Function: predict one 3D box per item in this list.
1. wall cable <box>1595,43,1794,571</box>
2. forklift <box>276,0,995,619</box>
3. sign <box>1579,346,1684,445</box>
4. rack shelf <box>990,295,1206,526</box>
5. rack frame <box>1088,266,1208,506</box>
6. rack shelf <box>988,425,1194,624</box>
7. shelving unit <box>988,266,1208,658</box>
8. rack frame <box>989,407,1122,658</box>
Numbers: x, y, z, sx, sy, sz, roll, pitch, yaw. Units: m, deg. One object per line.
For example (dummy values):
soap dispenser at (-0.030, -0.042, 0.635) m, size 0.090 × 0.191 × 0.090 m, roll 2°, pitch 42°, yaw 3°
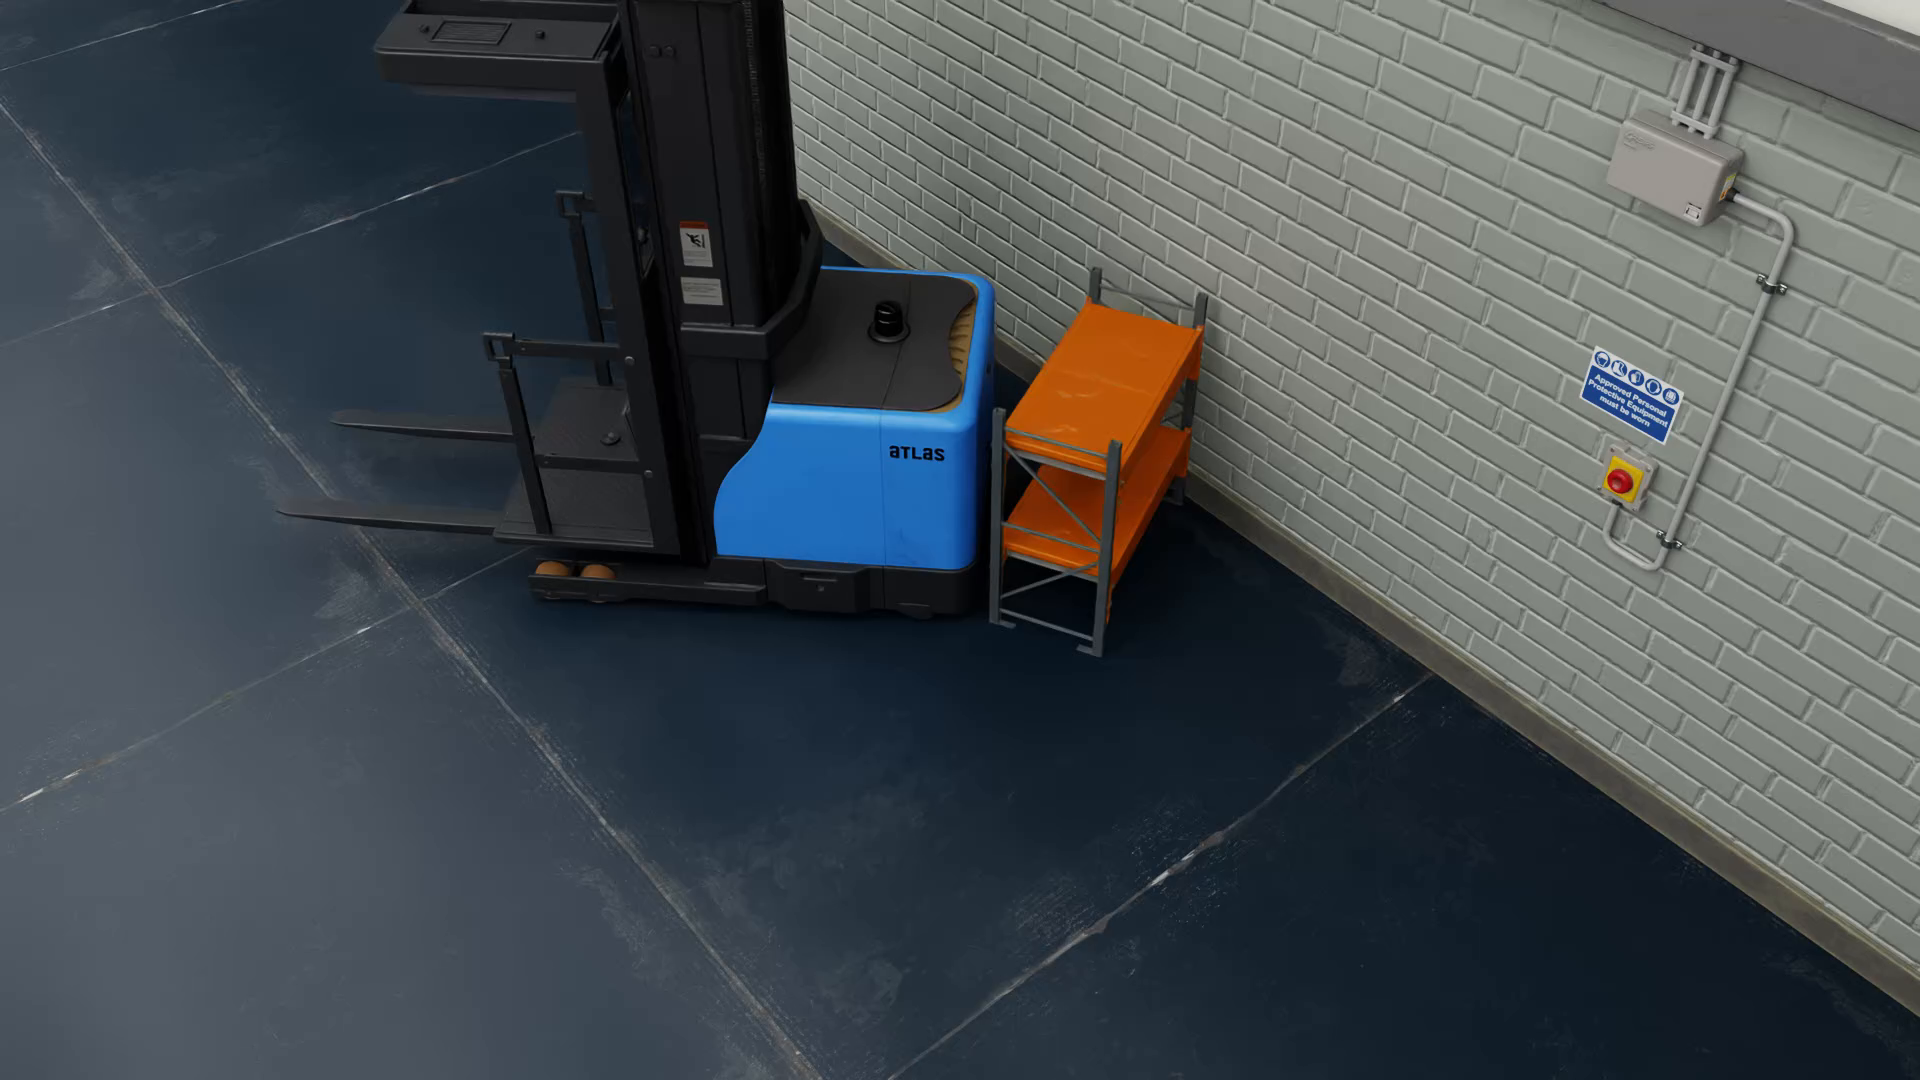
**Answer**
wall cable at (2.167, -0.703, 5.096) m, size 0.123 × 1.953 × 0.585 m, roll -30°, pitch 51°, yaw -28°
forklift at (-1.391, -1.160, 6.398) m, size 3.031 × 2.935 × 1.130 m, roll 4°, pitch 43°, yaw 4°
sign at (2.183, -0.472, 5.418) m, size 0.001 × 0.218 × 0.327 m, roll -30°, pitch 51°, yaw -28°
rack shelf at (0.563, -0.538, 6.627) m, size 0.538 × 0.278 × 1.000 m, roll 17°, pitch 46°, yaw 17°
rack frame at (0.770, -0.642, 7.166) m, size 0.500 × 1.125 × 0.032 m, roll 17°, pitch 46°, yaw 17°
rack shelf at (0.563, -0.146, 6.995) m, size 0.538 × 0.278 × 1.000 m, roll 17°, pitch 46°, yaw 17°
shelving unit at (0.563, -0.324, 6.827) m, size 0.538 × 1.125 × 1.048 m, roll 17°, pitch 46°, yaw 17°
rack frame at (0.355, -0.007, 6.489) m, size 0.500 × 1.125 × 0.032 m, roll 17°, pitch 46°, yaw 17°
